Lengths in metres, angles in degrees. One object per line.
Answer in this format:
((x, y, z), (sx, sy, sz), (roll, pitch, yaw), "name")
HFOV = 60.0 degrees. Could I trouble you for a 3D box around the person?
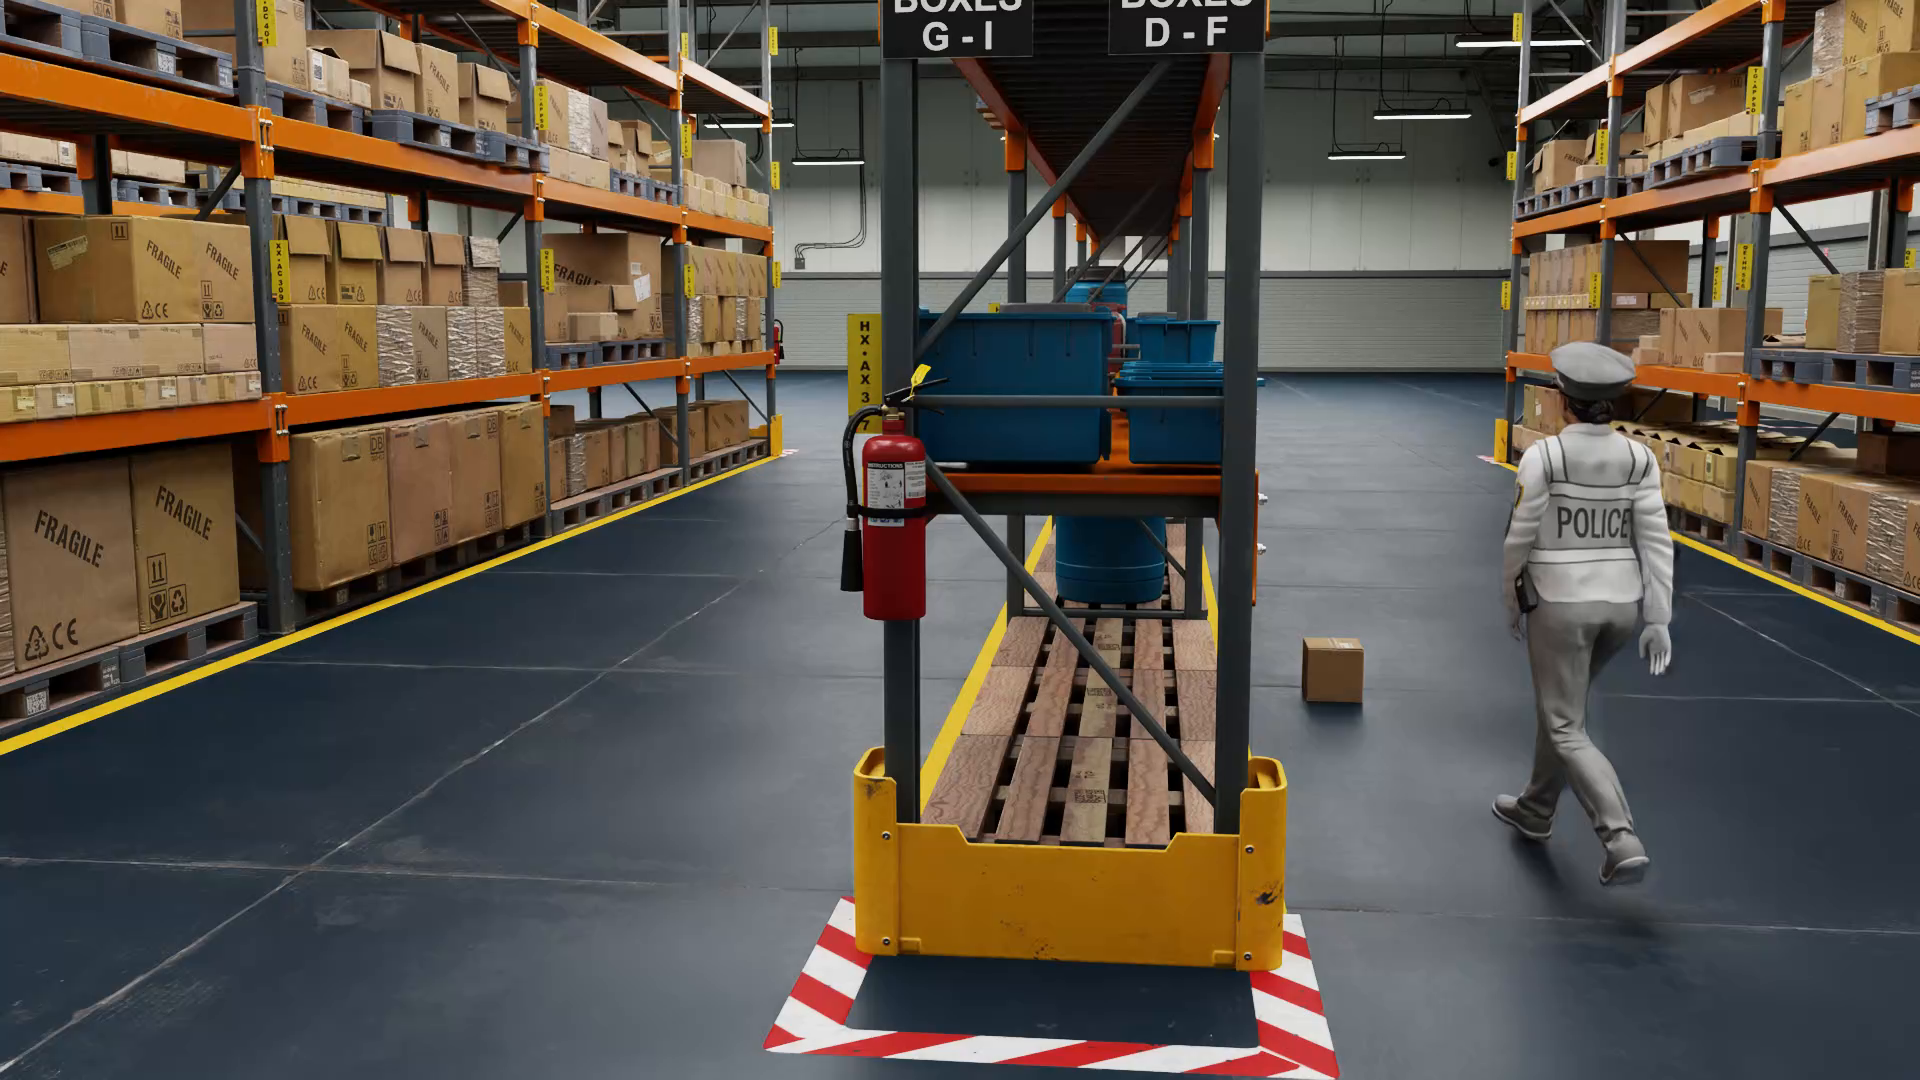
((1.924, 0.209, 5.144), (0.463, 1.635, 0.995), (-2, 8, -14), "person")
